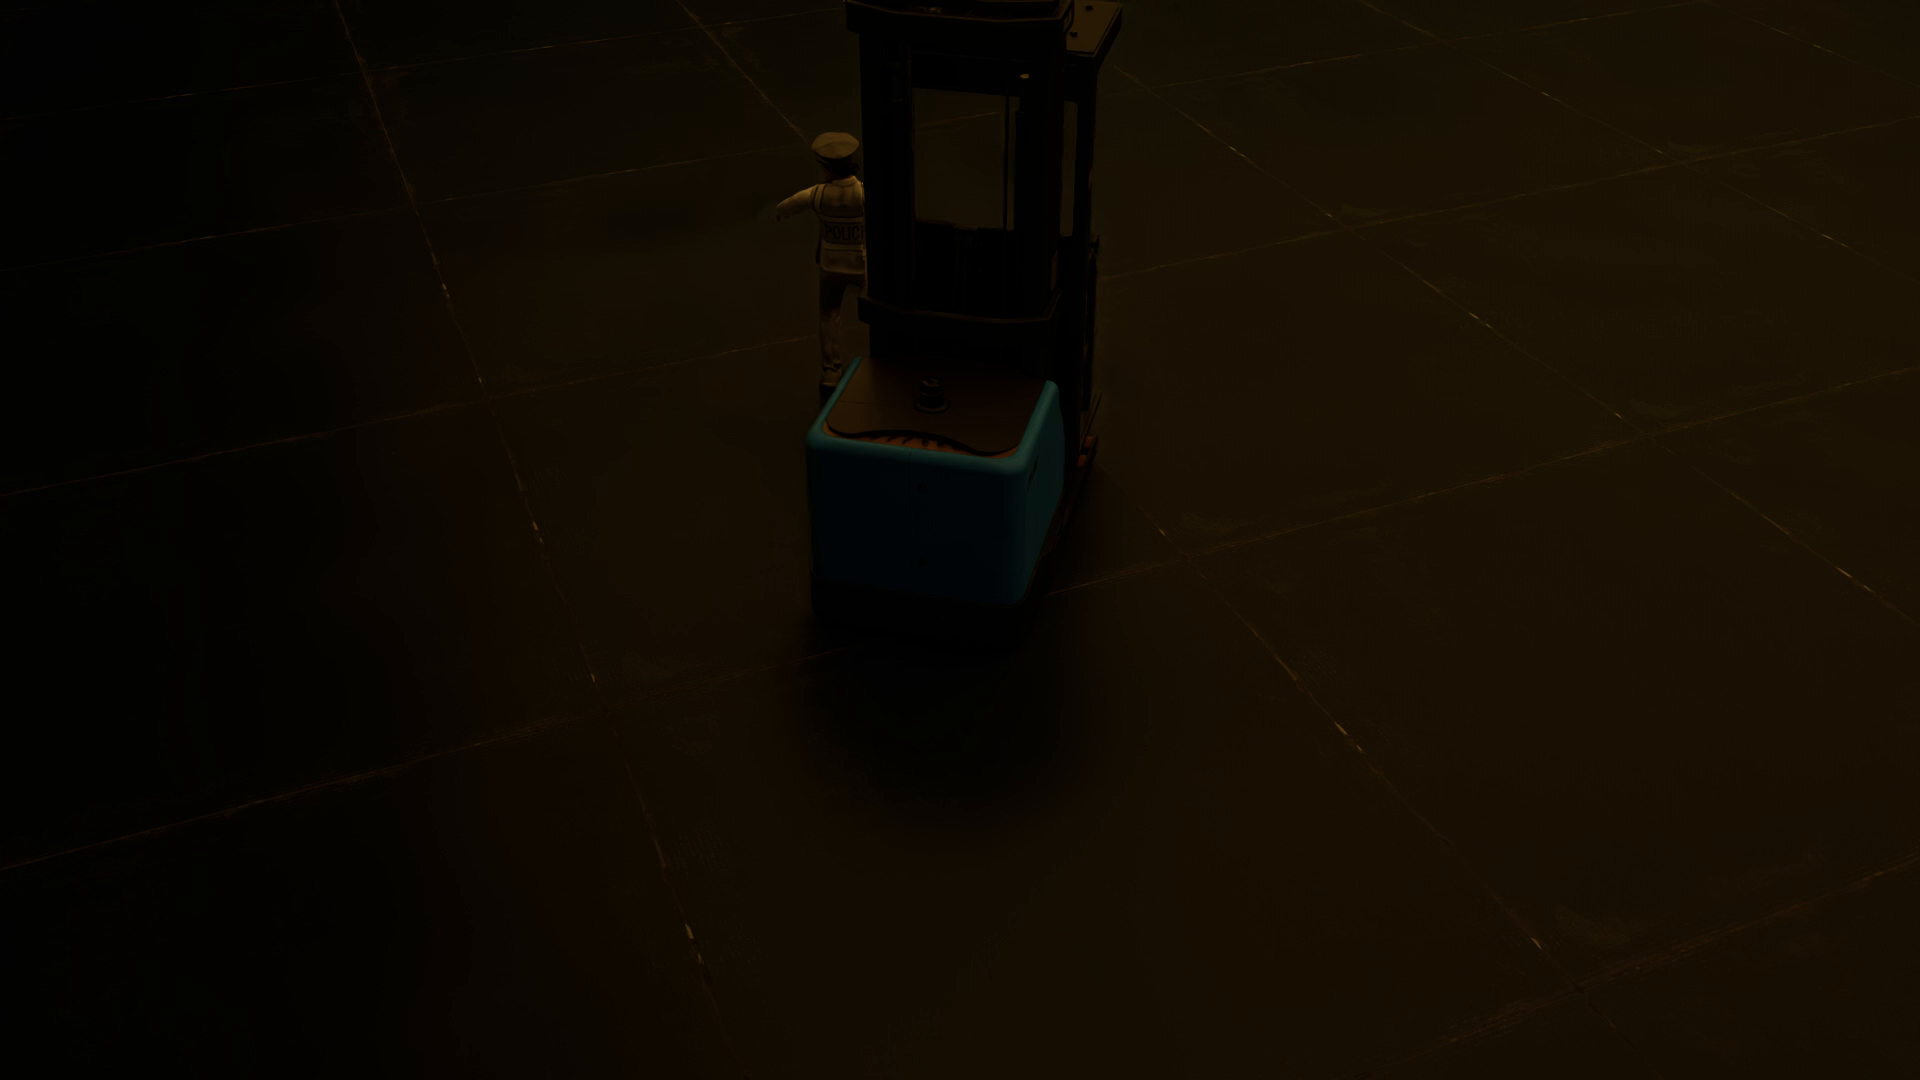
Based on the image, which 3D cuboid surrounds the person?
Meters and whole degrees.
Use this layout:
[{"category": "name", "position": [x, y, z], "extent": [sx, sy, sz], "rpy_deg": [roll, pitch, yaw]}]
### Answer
[{"category": "person", "position": [-0.696, -1.623, 9.647], "extent": [0.810, 1.614, 0.615], "rpy_deg": [2, 35, 3]}]

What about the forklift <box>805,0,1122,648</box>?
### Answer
[{"category": "forklift", "position": [0.140, -1.540, 8.264], "extent": [1.130, 2.935, 3.031], "rpy_deg": [8, 36, 11]}]
